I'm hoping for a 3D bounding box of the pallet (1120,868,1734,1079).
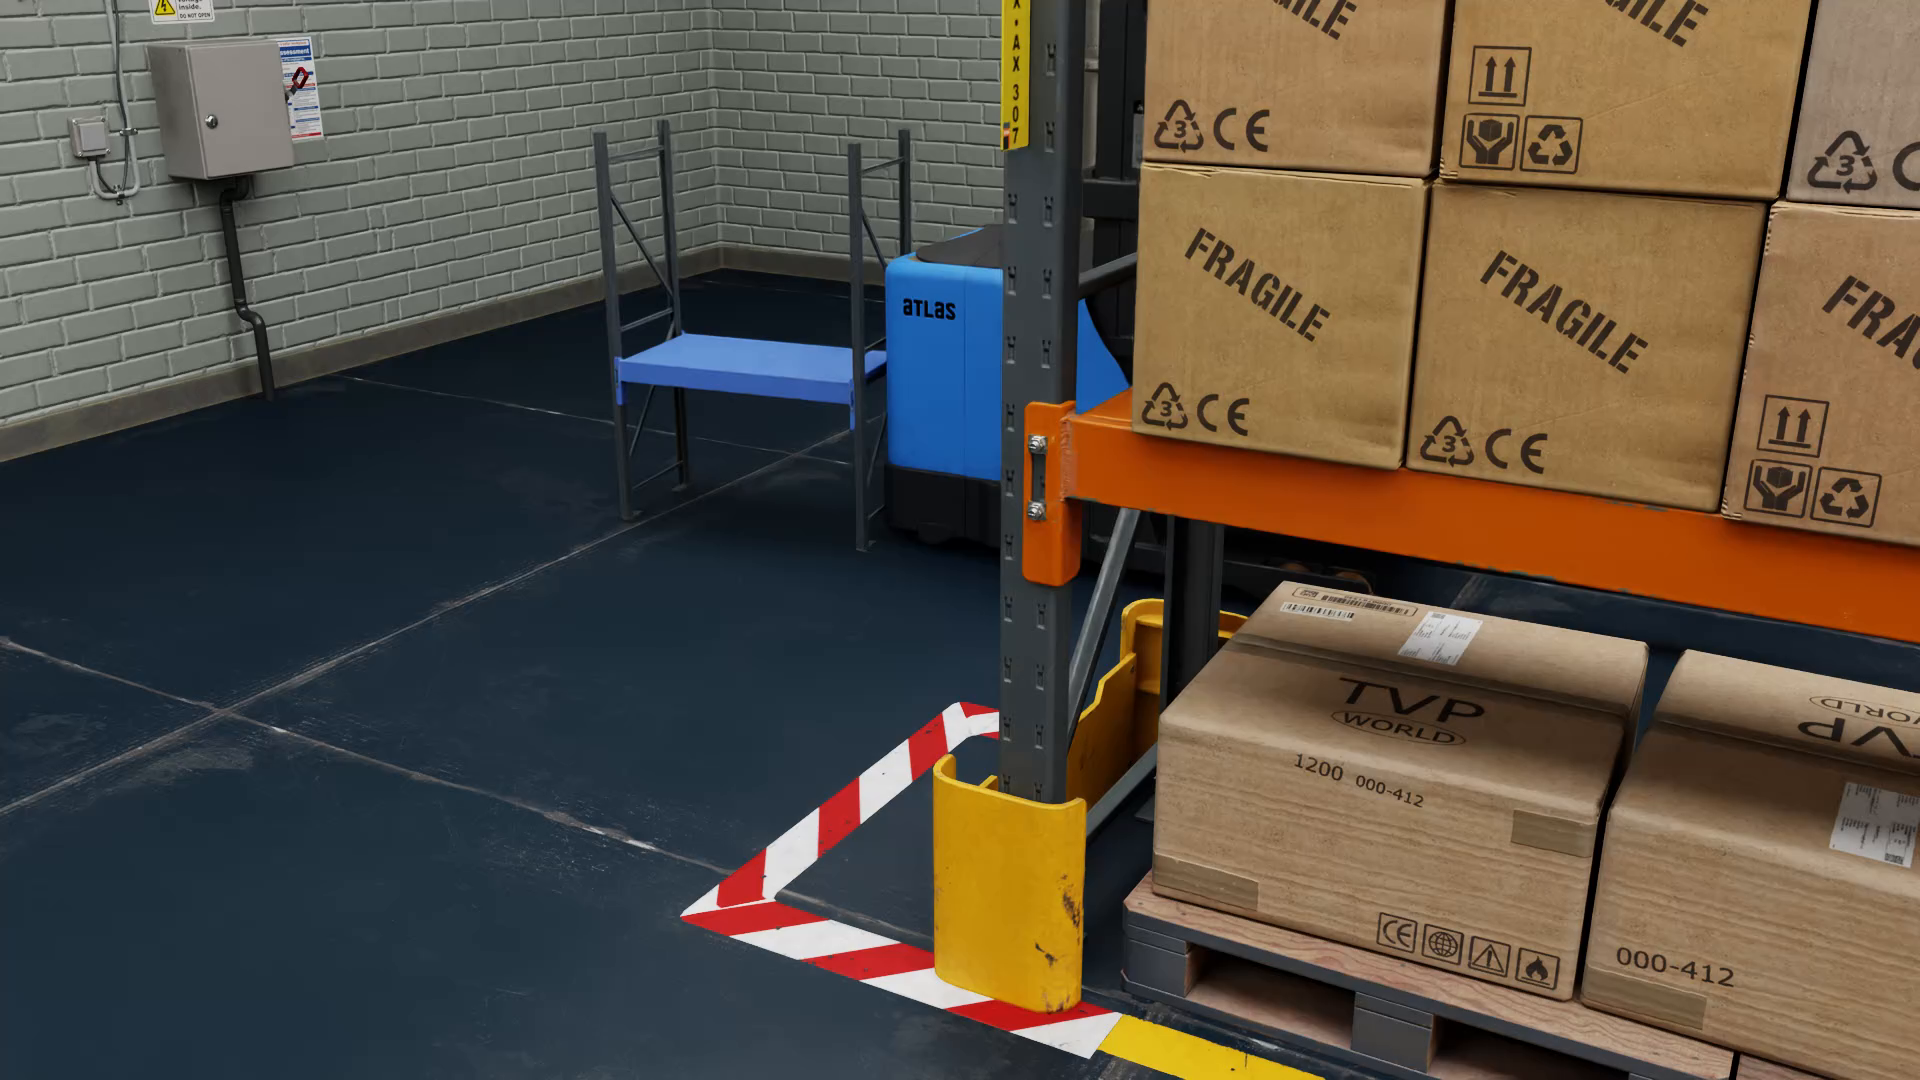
[{"bbox_3d":[1.111,0.837,3.749,1.213,0.211,1.003,11,23,27],"label":"pallet"}]

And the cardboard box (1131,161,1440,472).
[{"bbox_3d":[0.654,-0.466,3.103,0.500,0.500,0.500,11,22,27],"label":"cardboard box"}]

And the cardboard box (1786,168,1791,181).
[{"bbox_3d":[1.356,-0.542,3.313,0.500,0.500,0.500,10,22,26],"label":"cardboard box"}]

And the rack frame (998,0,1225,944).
[{"bbox_3d":[0.375,-0.584,3.576,0.127,3.000,1.000,11,23,27],"label":"rack frame"}]

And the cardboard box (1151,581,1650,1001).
[{"bbox_3d":[1.000,0.503,3.721,0.875,0.438,0.875,10,22,25],"label":"cardboard box"}]

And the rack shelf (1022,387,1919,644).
[{"bbox_3d":[2.121,0.087,2.782,4.000,0.370,1.077,11,23,27],"label":"rack shelf"}]

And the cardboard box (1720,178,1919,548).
[{"bbox_3d":[1.545,-0.300,2.646,0.500,0.500,0.500,11,22,27],"label":"cardboard box"}]

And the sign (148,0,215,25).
[{"bbox_3d":[-3.615,-2.522,7.708,0.001,0.242,0.339,11,23,27],"label":"sign"}]

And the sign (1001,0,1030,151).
[{"bbox_3d":[0.099,-0.864,2.962,0.005,0.325,0.100,11,23,27],"label":"sign"}]

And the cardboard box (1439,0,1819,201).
[{"bbox_3d":[1.110,-0.853,2.704,0.500,0.500,0.500,10,22,26],"label":"cardboard box"}]

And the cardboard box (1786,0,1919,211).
[{"bbox_3d":[1.563,-0.769,2.474,0.500,0.500,0.500,11,22,27],"label":"cardboard box"}]

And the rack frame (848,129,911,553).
[{"bbox_3d":[-0.286,-0.739,6.202,0.032,1.500,0.500,7,21,19],"label":"rack frame"}]

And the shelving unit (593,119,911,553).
[{"bbox_3d":[-0.762,-0.800,6.370,1.048,1.500,0.538,7,21,19],"label":"shelving unit"}]

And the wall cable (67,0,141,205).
[{"bbox_3d":[-3.877,-2.416,7.138,0.122,1.984,0.588,11,23,27],"label":"wall cable"}]

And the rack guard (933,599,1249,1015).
[{"bbox_3d":[0.354,0.587,4.013,0.348,0.500,1.175,11,23,27],"label":"rack guard"}]

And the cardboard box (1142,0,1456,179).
[{"bbox_3d":[0.655,-0.936,2.935,0.500,0.500,0.500,10,22,26],"label":"cardboard box"}]

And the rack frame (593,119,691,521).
[{"bbox_3d":[-1.238,-0.861,6.538,0.032,1.500,0.500,7,21,19],"label":"rack frame"}]

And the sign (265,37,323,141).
[{"bbox_3d":[-3.347,-2.253,8.316,0.001,0.494,0.329,11,23,27],"label":"sign"}]

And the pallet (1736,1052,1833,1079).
[{"bbox_3d":[2.172,1.040,3.189,1.213,0.211,1.003,11,23,27],"label":"pallet"}]

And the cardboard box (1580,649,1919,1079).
[{"bbox_3d":[1.803,0.653,3.308,0.875,0.438,0.875,11,23,29],"label":"cardboard box"}]

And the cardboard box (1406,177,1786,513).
[{"bbox_3d":[1.109,-0.390,2.894,0.500,0.500,0.500,10,22,27],"label":"cardboard box"}]

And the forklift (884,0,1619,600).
[{"bbox_3d":[1.269,-1.307,5.671,3.031,2.935,1.130,9,22,24],"label":"forklift"}]

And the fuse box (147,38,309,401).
[{"bbox_3d":[-3.407,-1.510,8.019,0.414,1.711,0.539,11,23,27],"label":"fuse box"}]

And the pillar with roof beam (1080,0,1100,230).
[{"bbox_3d":[-1.221,-4.318,5.071,0.400,9.000,9.100,11,23,27],"label":"pillar with roof beam"}]

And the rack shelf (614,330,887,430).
[{"bbox_3d":[-0.762,-0.631,6.431,1.000,0.185,0.538,7,21,19],"label":"rack shelf"}]
